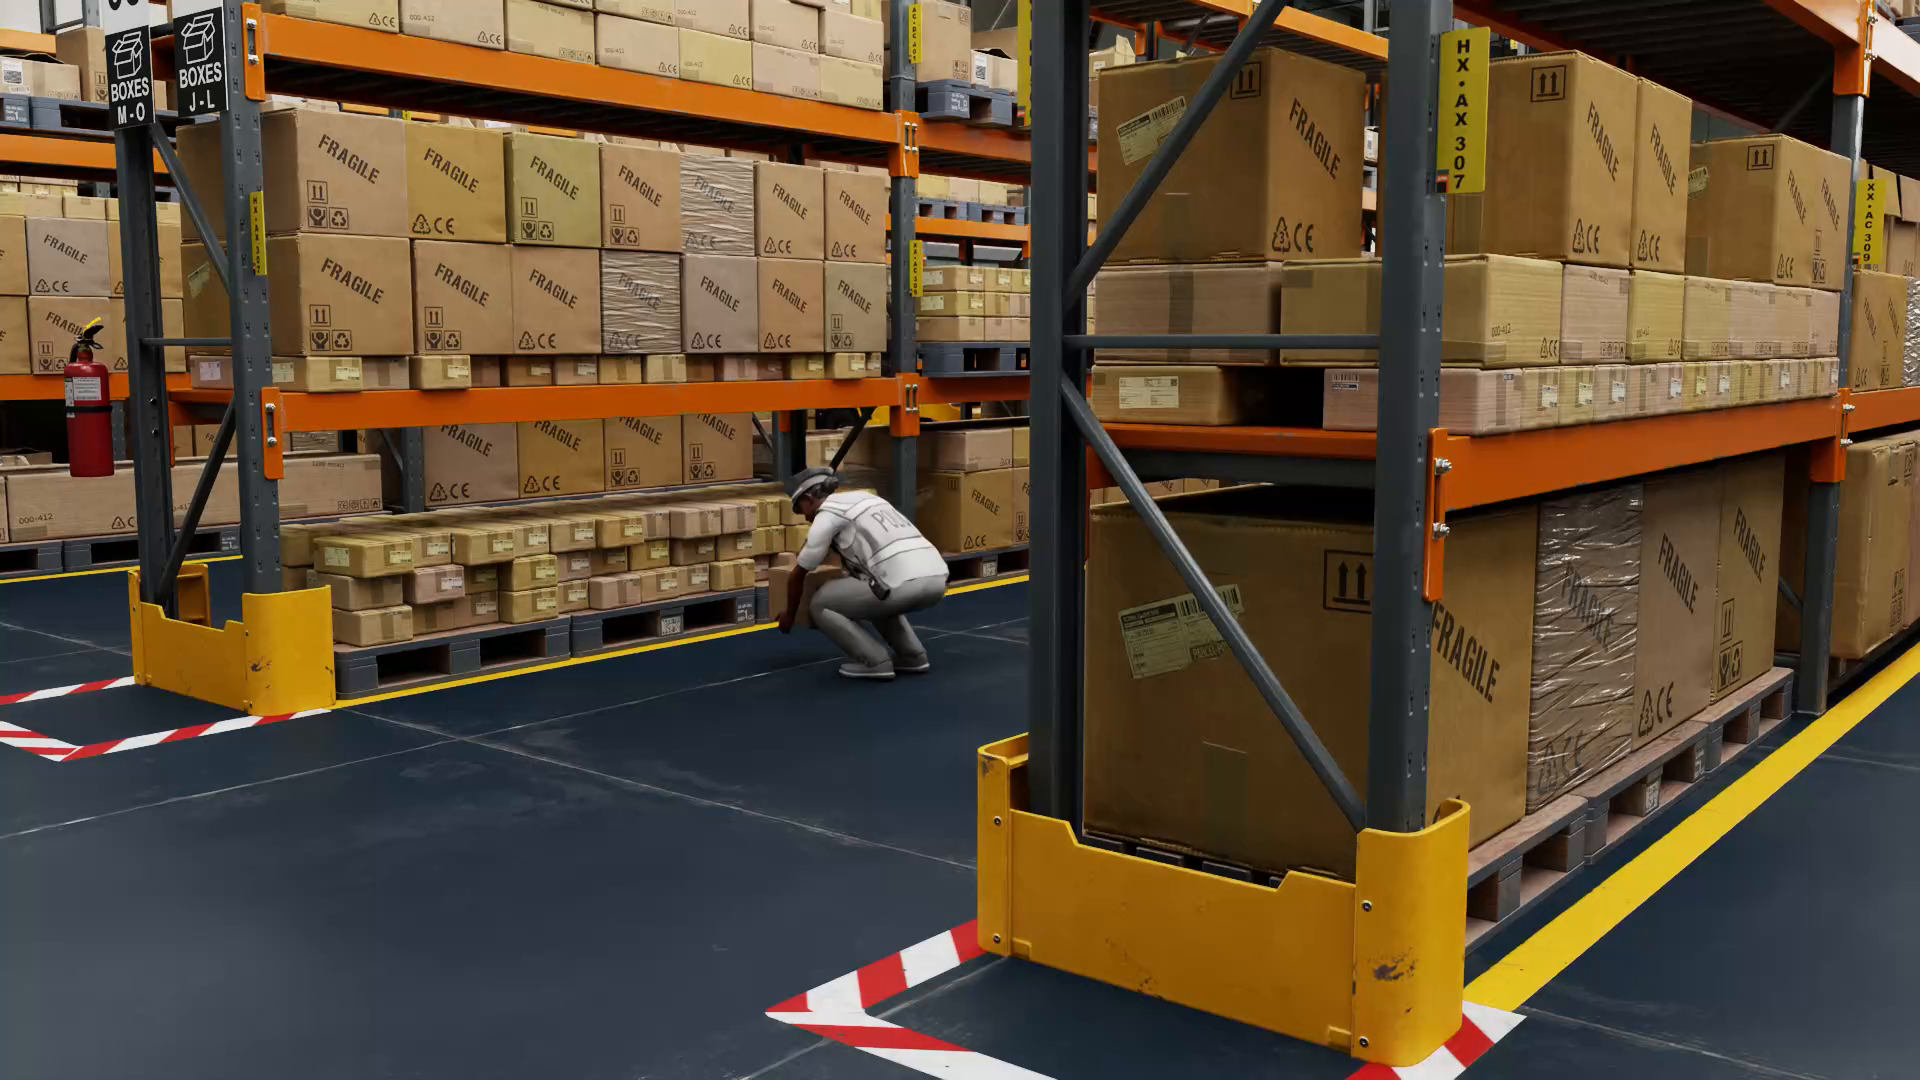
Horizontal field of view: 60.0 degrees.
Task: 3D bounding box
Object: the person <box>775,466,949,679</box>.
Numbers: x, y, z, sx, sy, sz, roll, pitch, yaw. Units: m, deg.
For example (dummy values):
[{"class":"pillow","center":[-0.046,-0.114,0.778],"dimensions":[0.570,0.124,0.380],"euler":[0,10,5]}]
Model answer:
[{"class":"person","center":[-0.462,0.145,7.624],"dimensions":[0.842,0.942,0.506],"euler":[5,9,38]}]
